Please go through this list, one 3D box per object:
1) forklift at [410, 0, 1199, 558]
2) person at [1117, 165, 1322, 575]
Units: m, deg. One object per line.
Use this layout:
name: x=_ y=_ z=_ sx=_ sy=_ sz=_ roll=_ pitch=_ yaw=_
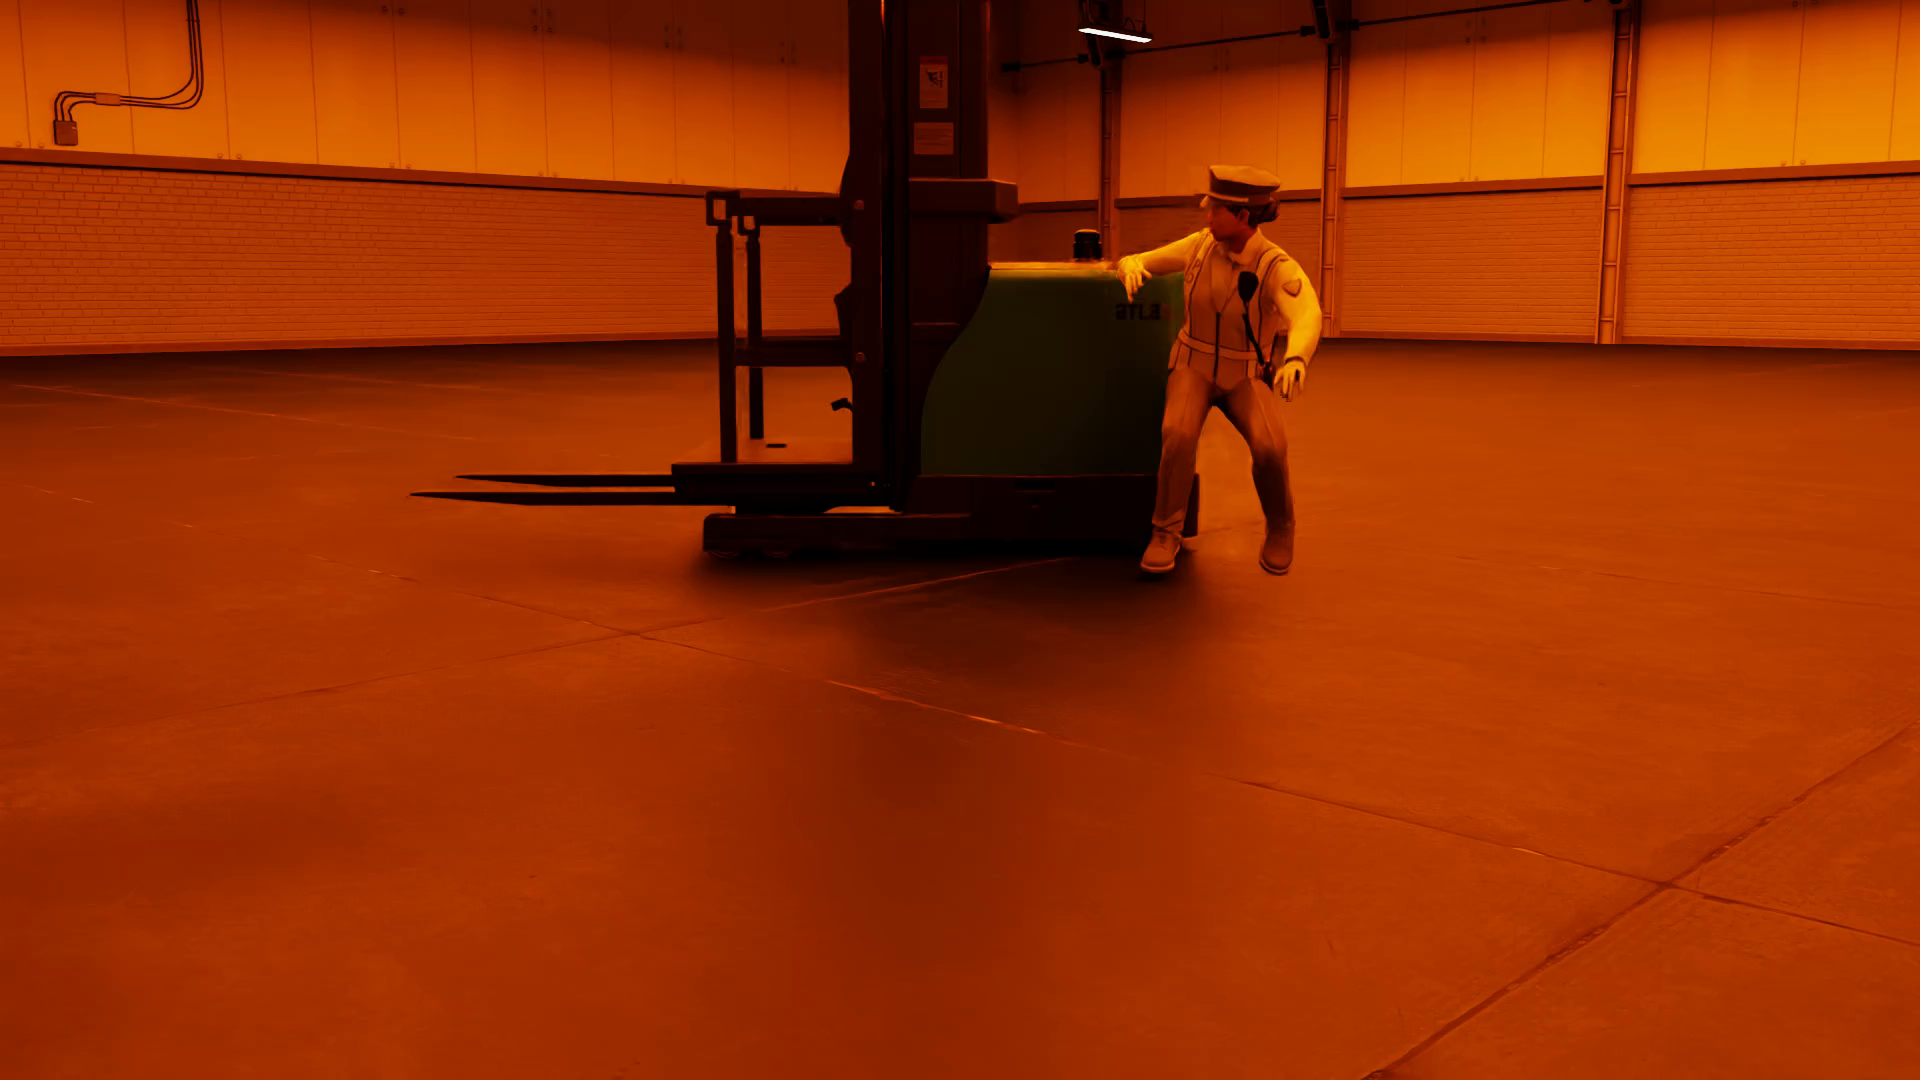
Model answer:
forklift: x=-0.608 y=-1.459 z=6.566 sx=3.031 sy=2.935 sz=1.130 roll=0 pitch=9 yaw=-1
person: x=0.865 y=-0.570 z=5.701 sx=0.740 sy=1.414 sz=0.871 roll=2 pitch=9 yaw=16
